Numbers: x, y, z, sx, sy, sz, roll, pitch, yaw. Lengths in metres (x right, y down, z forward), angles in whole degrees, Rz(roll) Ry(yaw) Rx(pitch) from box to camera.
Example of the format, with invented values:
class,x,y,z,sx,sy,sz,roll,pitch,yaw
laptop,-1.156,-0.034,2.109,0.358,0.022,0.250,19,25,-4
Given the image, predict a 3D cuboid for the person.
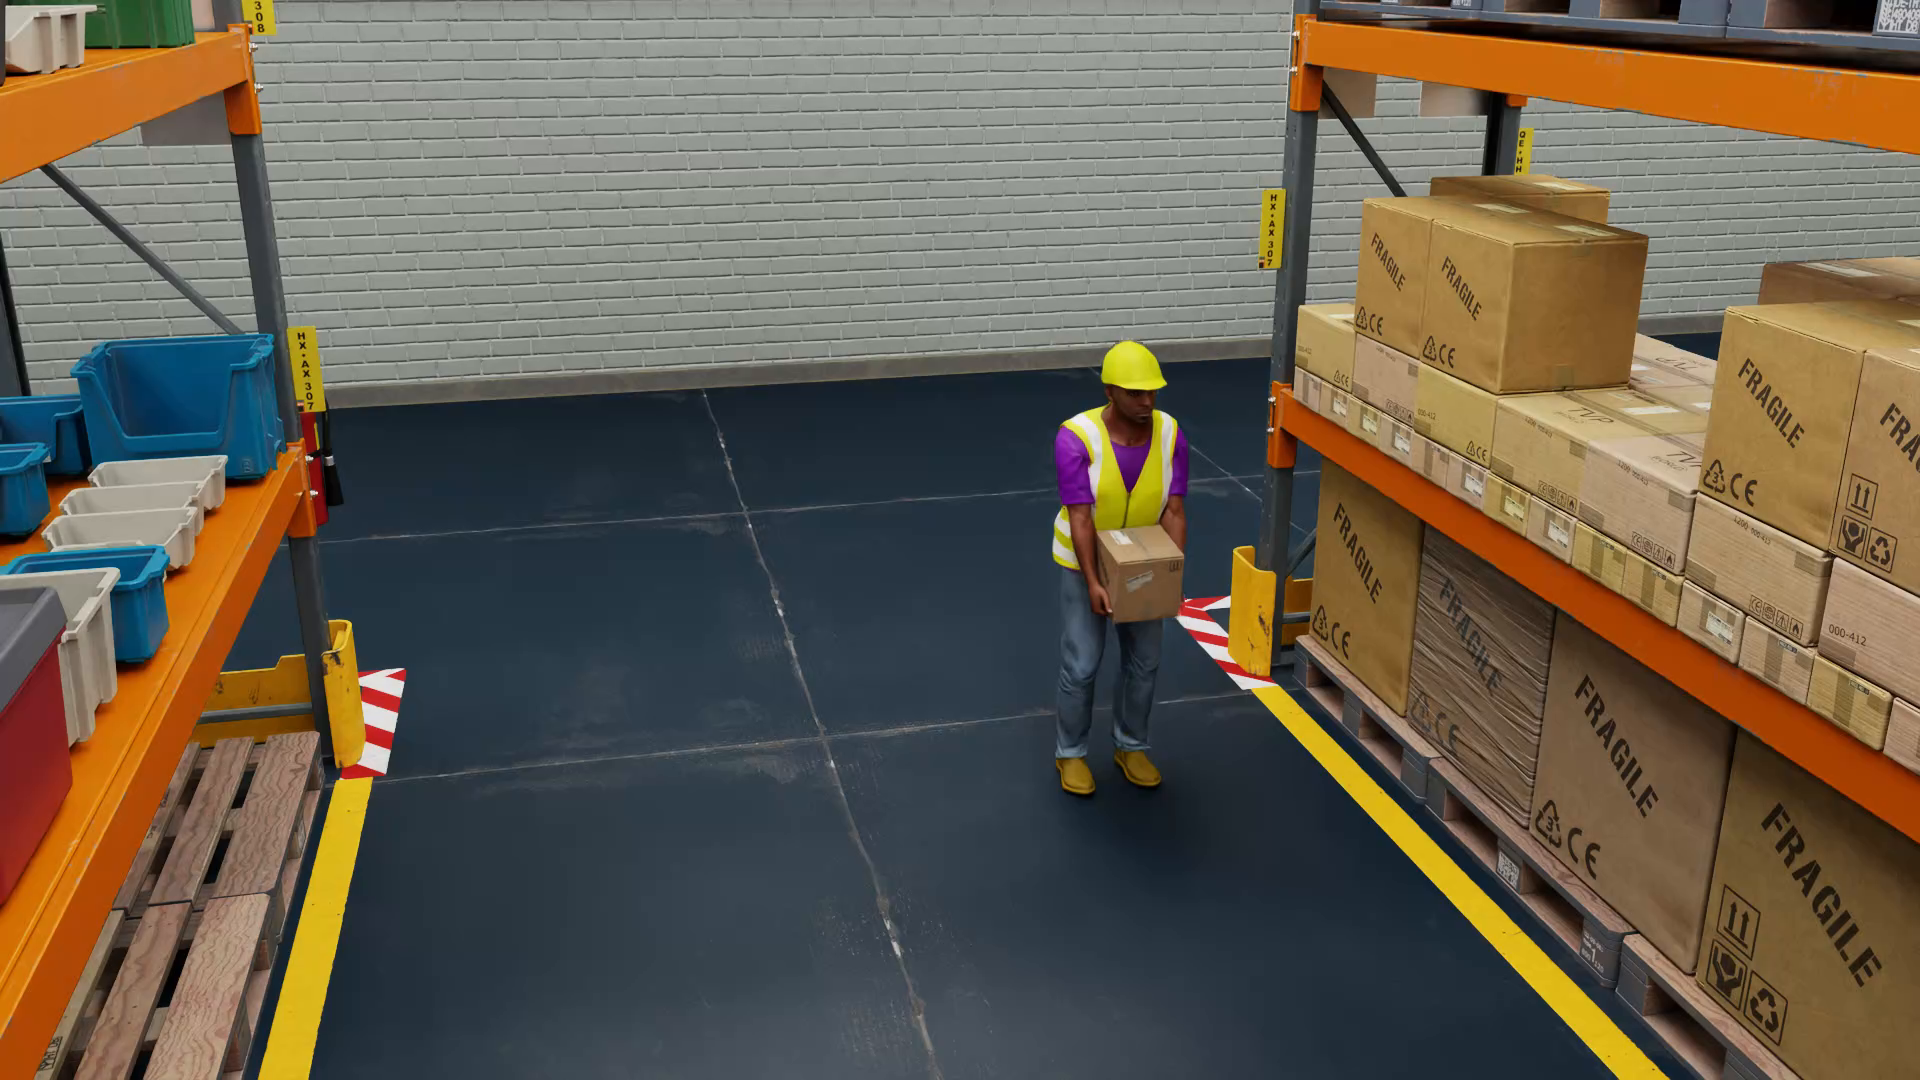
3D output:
class,x,y,z,sx,sy,sz,roll,pitch,yaw
person,0.608,0.128,6.195,0.505,1.750,0.583,-5,20,-13
